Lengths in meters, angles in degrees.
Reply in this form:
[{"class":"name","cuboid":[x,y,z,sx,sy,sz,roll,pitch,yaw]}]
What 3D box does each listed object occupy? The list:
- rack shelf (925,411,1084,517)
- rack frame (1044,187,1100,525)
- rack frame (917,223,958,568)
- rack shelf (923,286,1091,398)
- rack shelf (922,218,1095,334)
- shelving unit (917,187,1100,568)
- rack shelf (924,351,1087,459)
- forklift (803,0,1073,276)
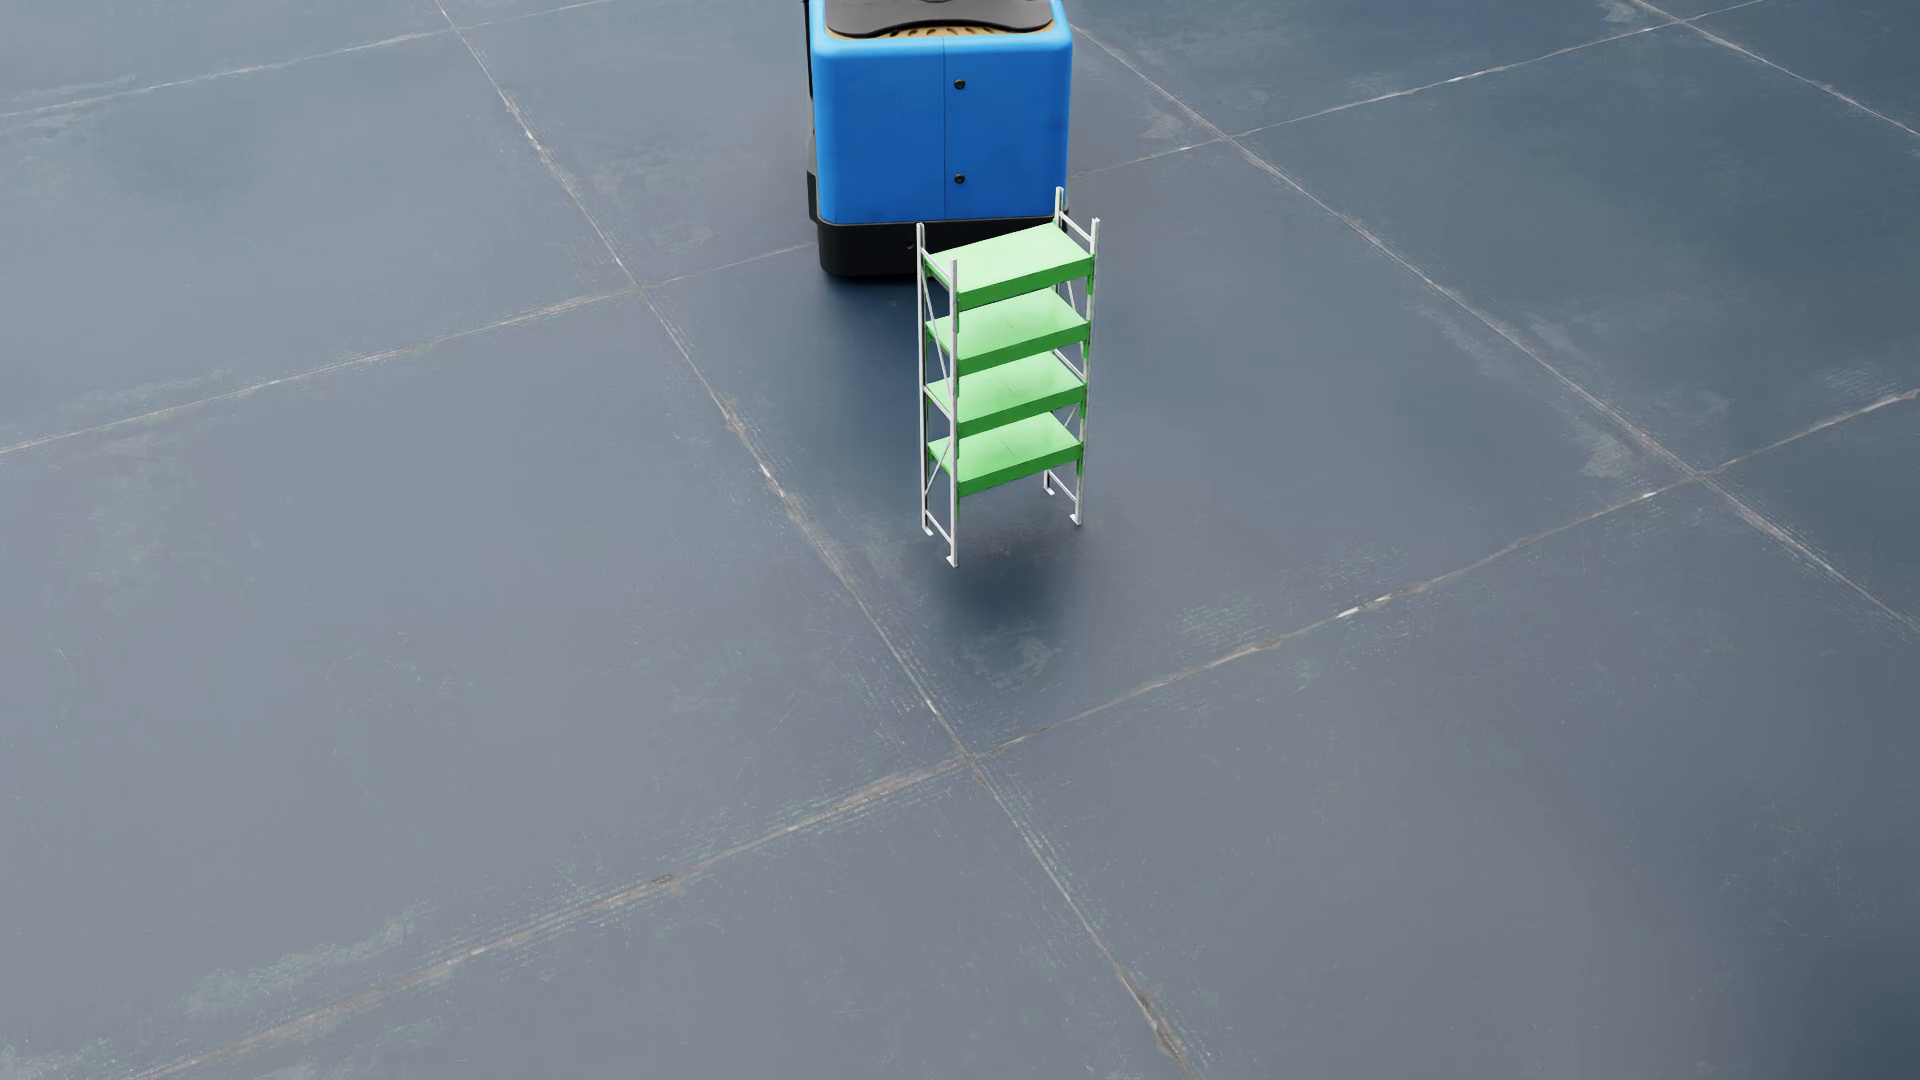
[{"class":"rack shelf","cuboid":[0.147,-0.275,5.633,0.480,0.148,0.258,-19,44,-21]},{"class":"rack frame","cuboid":[0.363,-0.580,5.523,0.015,1.200,0.240,-19,44,-21]},{"class":"rack frame","cuboid":[-0.070,-0.435,5.351,0.015,1.200,0.240,-19,44,-21]},{"class":"rack shelf","cuboid":[0.147,-0.642,5.323,0.480,0.148,0.258,-19,44,-21]},{"class":"rack shelf","cuboid":[0.147,-0.825,5.168,0.480,0.148,0.258,-19,44,-21]},{"class":"shelving unit","cuboid":[0.147,-0.507,5.437,0.503,1.200,0.258,-19,44,-21]},{"class":"rack shelf","cuboid":[0.147,-0.459,5.478,0.480,0.148,0.258,-19,44,-21]},{"class":"forklift","cuboid":[-0.184,-3.165,7.236,1.130,2.935,3.031,-3,40,-4]}]
